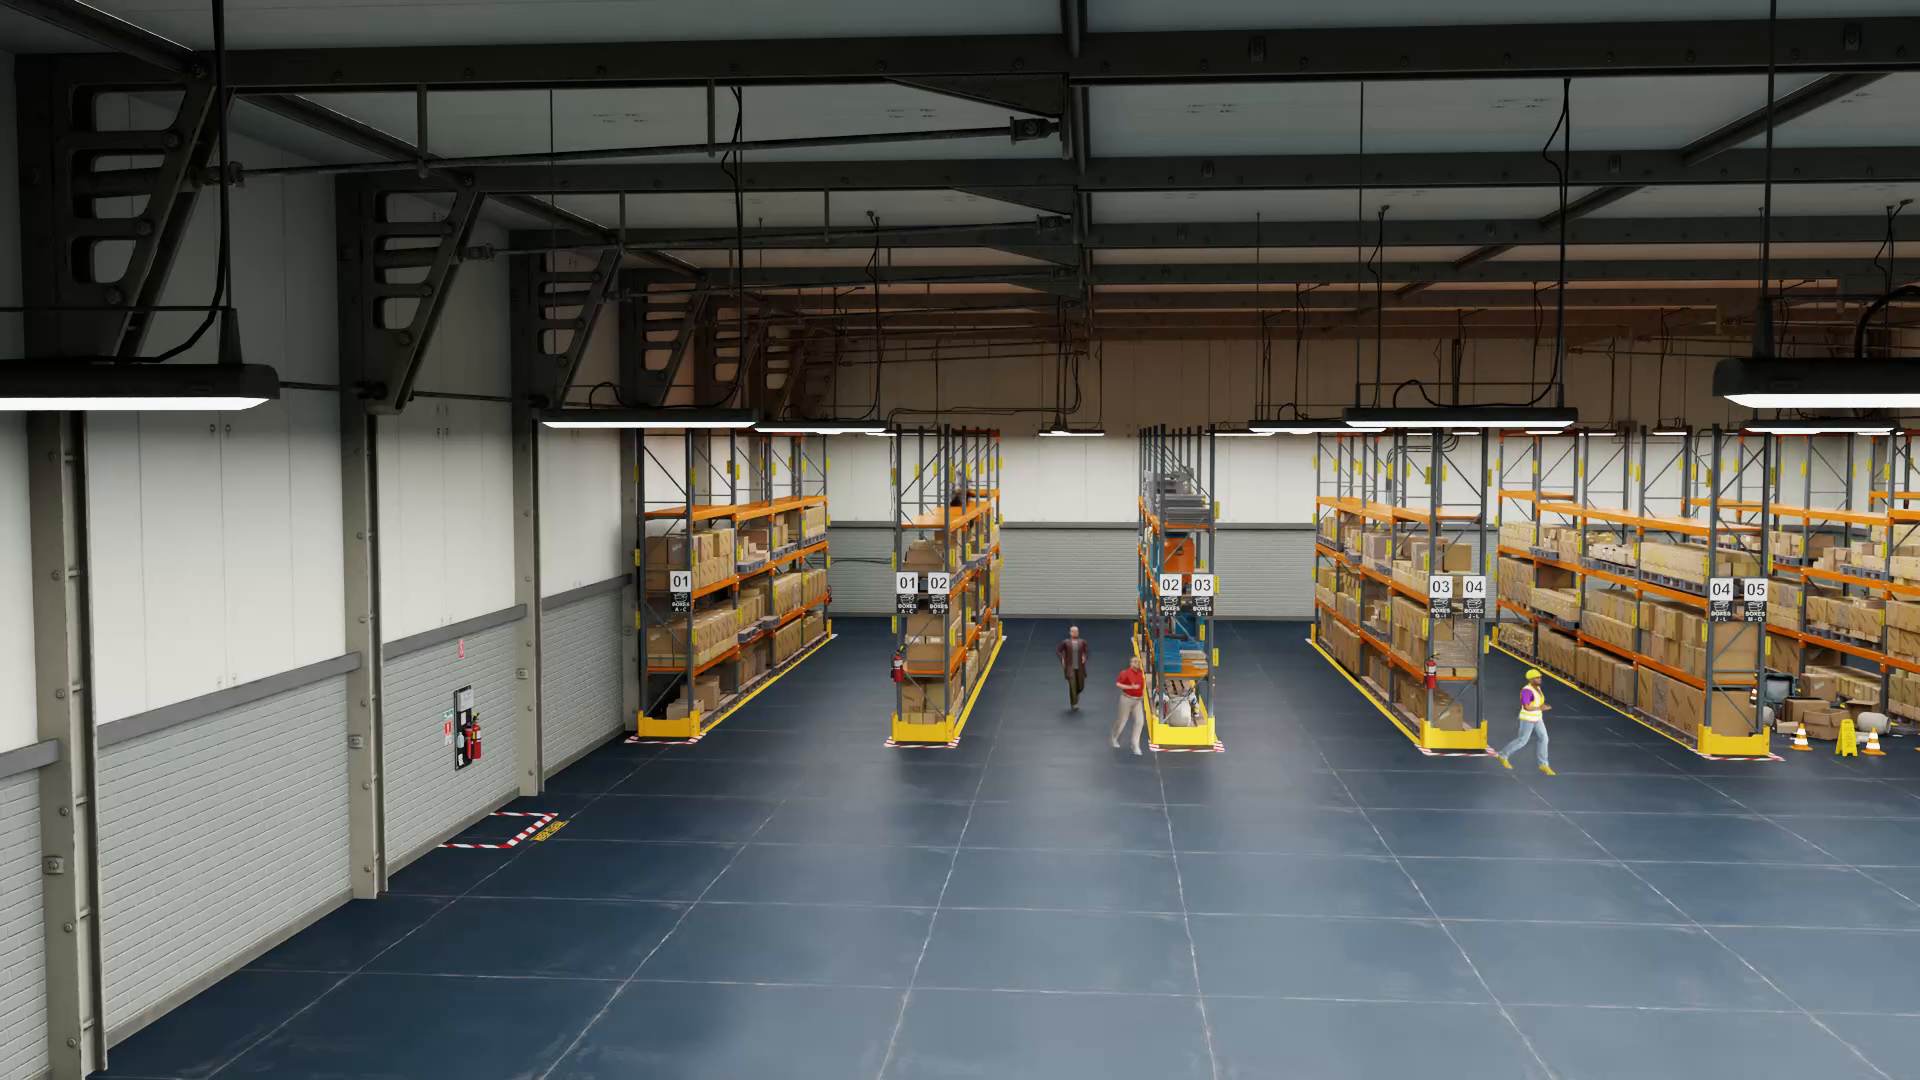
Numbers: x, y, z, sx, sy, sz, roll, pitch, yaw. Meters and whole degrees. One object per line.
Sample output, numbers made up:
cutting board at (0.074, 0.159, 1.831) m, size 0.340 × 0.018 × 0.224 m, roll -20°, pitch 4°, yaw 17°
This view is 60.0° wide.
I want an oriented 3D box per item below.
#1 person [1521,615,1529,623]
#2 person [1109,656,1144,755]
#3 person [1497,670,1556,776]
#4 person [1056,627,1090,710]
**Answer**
person at (16.287, 1.969, 47.481) m, size 0.543 × 1.742 × 0.684 m, roll 1°, pitch 4°, yaw 13°
person at (3.133, 3.018, 30.514) m, size 0.662 × 1.783 × 0.815 m, roll -2°, pitch 4°, yaw -27°
person at (9.732, 3.103, 28.483) m, size 0.948 × 1.801 × 0.713 m, roll 3°, pitch 5°, yaw 43°
person at (2.413, 2.709, 35.326) m, size 0.715 × 1.707 × 0.826 m, roll 0°, pitch 3°, yaw -7°
